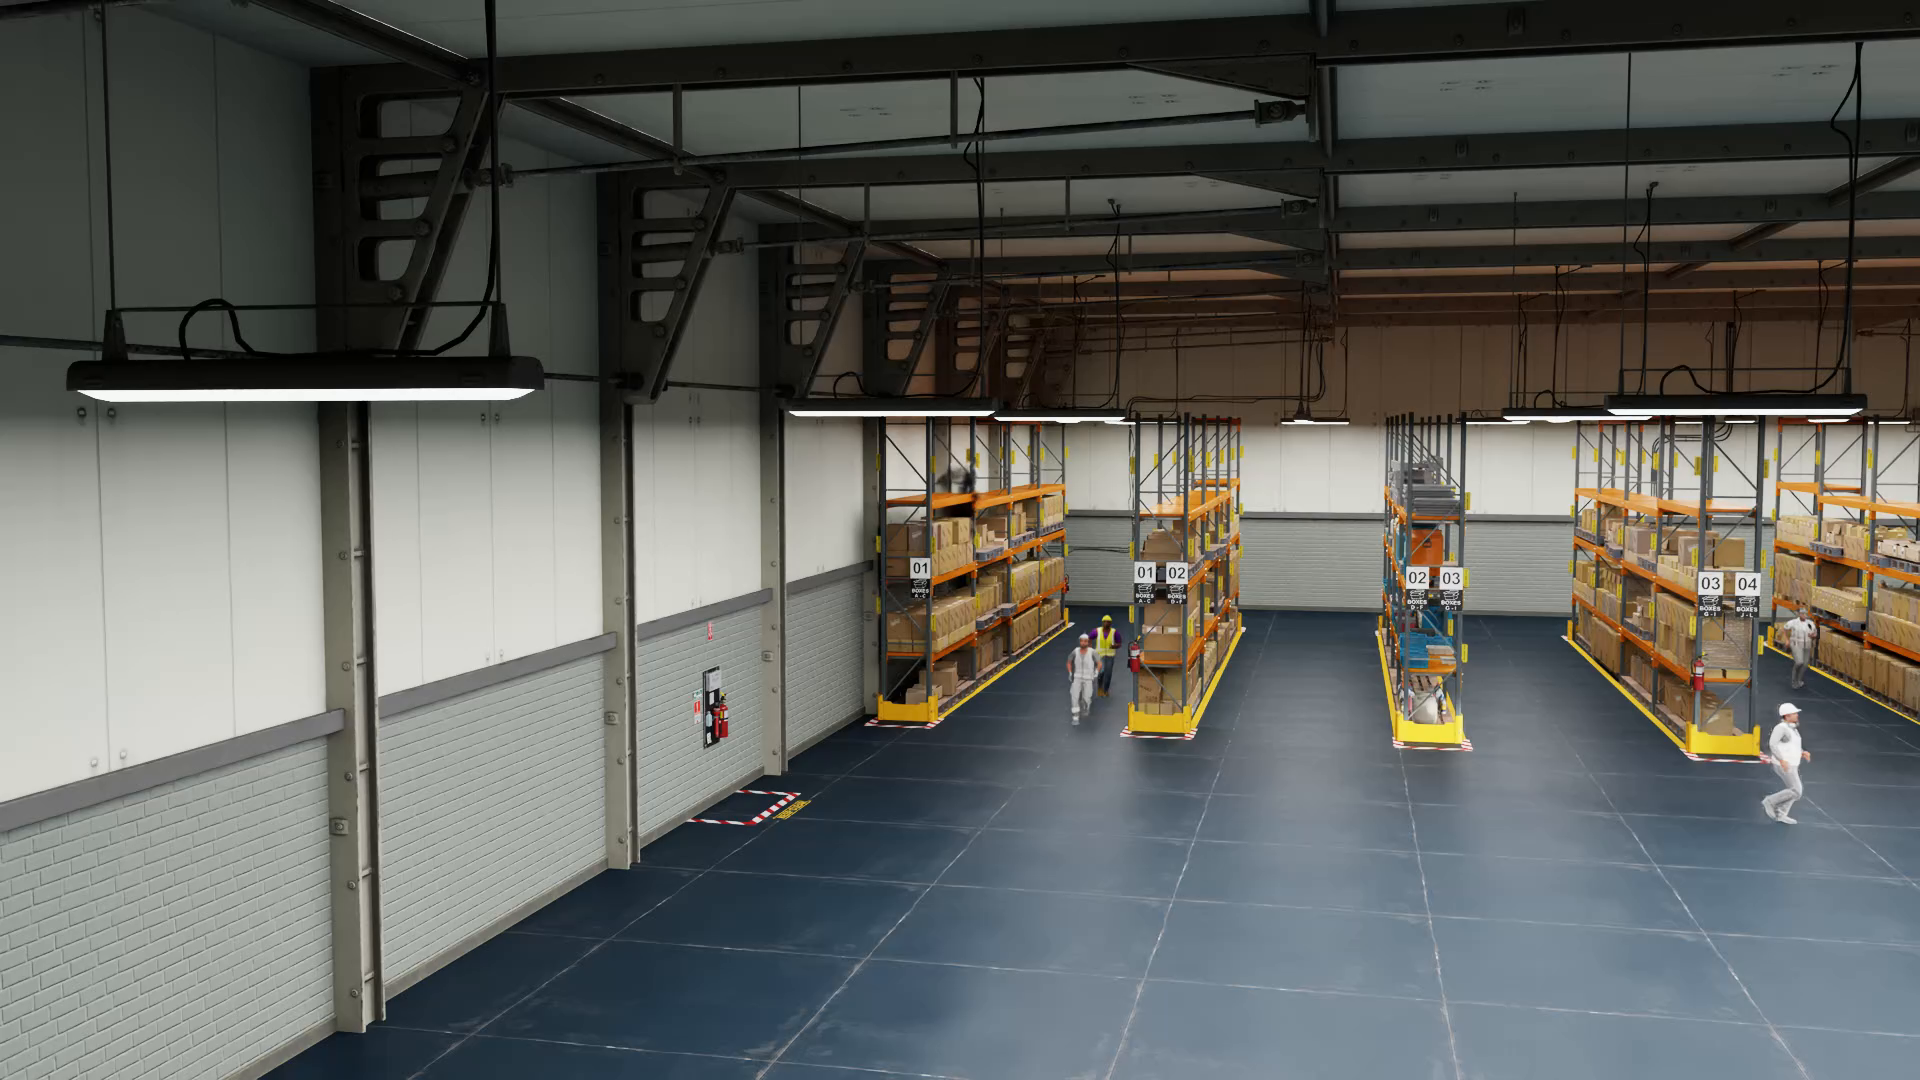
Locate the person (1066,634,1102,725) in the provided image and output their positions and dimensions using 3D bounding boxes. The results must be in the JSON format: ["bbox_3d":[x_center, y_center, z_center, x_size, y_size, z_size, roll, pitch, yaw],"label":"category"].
[{"bbox_3d":[2.382,2.686,32.138,0.686,1.756,0.613,1,4,14],"label":"person"}]

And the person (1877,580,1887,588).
[{"bbox_3d":[24.620,1.927,44.271,0.746,1.697,0.590,1,4,14],"label":"person"}]

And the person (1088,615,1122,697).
[{"bbox_3d":[3.074,2.460,35.158,0.692,1.741,0.640,0,4,-1],"label":"person"}]

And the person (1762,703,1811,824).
[{"bbox_3d":[11.968,3.229,24.070,0.576,1.743,0.676,3,5,39],"label":"person"}]

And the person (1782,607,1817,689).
[{"bbox_3d":[18.495,2.379,36.556,0.633,1.827,0.743,0,4,3],"label":"person"}]
